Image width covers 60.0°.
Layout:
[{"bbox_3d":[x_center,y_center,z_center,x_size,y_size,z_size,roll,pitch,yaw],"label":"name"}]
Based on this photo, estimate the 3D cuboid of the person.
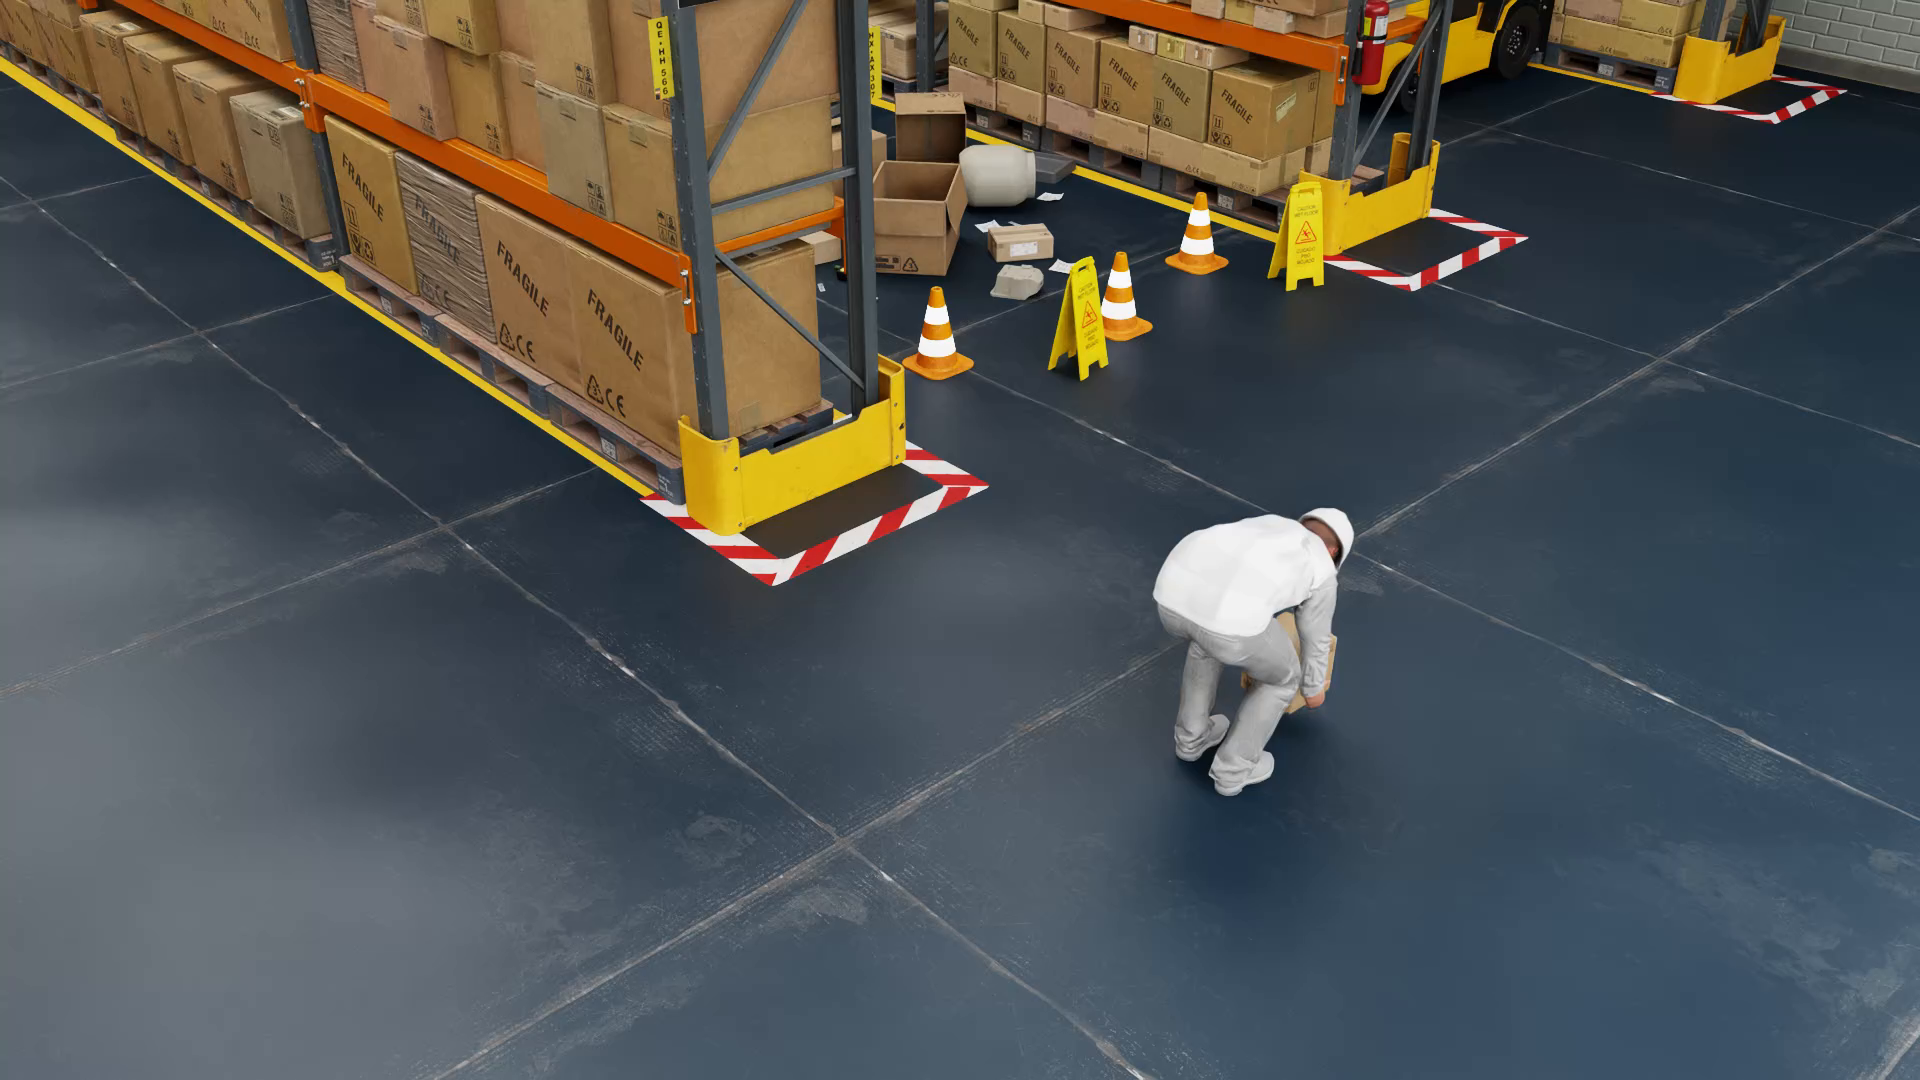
[{"bbox_3d":[1.140,0.326,6.253,0.476,1.066,1.009,27,41,37],"label":"person"}]
